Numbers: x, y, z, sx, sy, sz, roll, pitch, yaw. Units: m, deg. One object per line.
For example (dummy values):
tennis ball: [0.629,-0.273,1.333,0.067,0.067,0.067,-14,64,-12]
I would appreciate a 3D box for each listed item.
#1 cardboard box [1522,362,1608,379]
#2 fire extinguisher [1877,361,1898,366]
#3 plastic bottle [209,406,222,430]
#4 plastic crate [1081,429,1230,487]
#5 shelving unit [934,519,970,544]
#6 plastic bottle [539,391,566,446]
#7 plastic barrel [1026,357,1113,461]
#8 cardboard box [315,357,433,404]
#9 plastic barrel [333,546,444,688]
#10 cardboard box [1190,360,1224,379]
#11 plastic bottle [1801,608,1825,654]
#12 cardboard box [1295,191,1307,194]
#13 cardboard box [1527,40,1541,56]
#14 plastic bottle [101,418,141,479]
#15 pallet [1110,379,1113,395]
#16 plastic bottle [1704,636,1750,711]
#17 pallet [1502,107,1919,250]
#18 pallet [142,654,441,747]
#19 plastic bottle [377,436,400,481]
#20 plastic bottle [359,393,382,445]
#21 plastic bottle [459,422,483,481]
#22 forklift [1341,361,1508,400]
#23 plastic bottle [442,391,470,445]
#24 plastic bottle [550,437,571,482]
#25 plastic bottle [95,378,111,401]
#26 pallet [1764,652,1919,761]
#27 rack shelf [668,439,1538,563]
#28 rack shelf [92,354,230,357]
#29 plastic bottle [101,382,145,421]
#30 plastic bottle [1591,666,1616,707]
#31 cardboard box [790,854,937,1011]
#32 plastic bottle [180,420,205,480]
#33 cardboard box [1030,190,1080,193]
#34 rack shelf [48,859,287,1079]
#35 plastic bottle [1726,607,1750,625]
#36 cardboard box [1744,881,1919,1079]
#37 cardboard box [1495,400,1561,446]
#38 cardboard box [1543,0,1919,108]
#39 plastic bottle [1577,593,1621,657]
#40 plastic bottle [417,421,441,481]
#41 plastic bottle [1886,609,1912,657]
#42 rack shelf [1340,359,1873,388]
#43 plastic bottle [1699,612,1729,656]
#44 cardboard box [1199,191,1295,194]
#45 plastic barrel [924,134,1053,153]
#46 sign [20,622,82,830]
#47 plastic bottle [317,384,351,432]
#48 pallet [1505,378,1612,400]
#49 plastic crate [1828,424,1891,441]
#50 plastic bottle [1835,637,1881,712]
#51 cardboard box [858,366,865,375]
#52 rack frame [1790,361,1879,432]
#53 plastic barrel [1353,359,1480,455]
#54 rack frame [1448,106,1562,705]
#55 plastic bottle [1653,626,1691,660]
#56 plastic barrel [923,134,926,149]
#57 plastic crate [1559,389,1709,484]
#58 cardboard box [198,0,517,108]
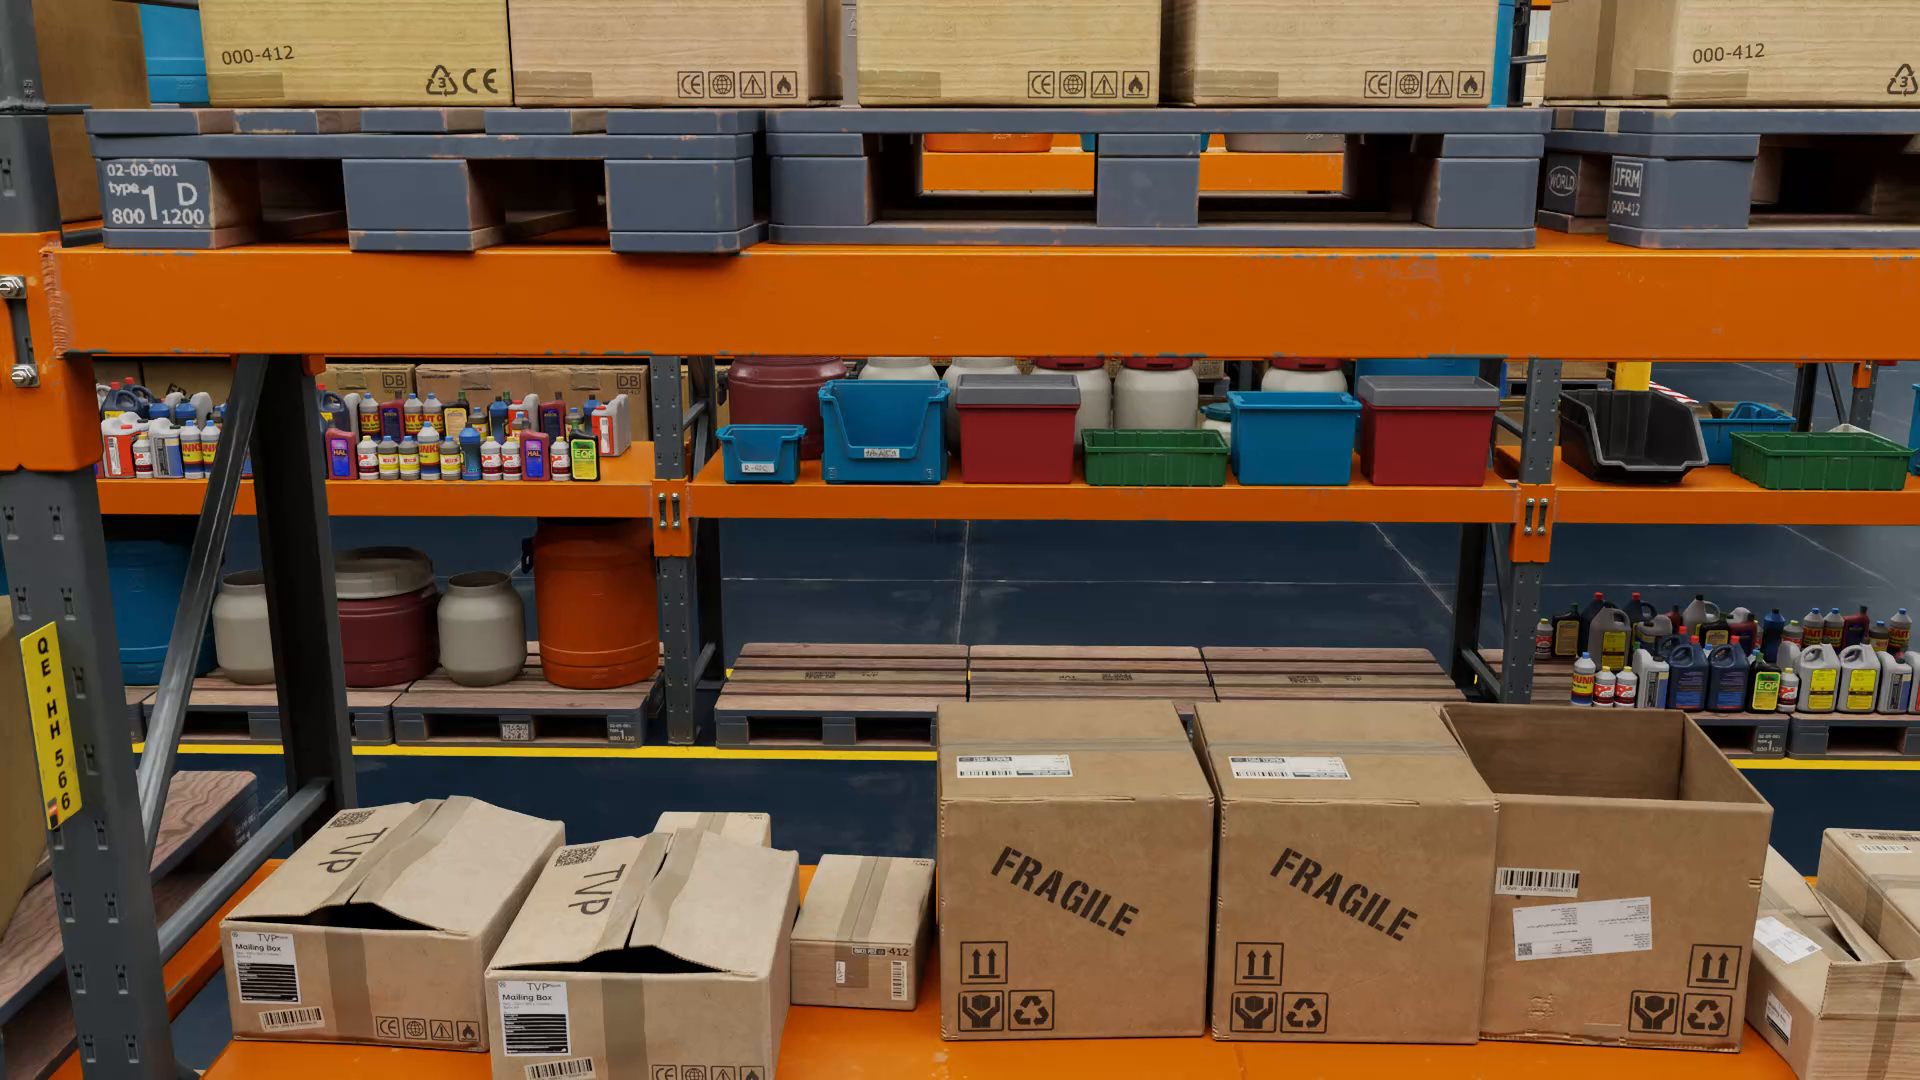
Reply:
cardboard box: [6.332,-2.217,17.706,0.875,0.875,0.875,0,15,2]
fire extinguisher: [6.887,-1.634,12.305,0.183,0.674,0.296,0,15,1]
plastic bottle: [-3.815,-0.588,8.579,0.097,0.201,0.097,0,15,0]
plastic crate: [0.911,-0.390,7.852,0.662,0.188,0.450,0,15,1]
shelving unit: [-0.053,-0.508,11.707,0.252,1.050,0.215,0,15,1]
plastic bottle: [-2.091,-0.621,8.544,0.133,0.283,0.061,0,15,1]
plastic barrel: [0.542,-0.688,8.302,0.433,0.535,0.433,0,15,0]
cardboard box: [-4.571,-1.044,13.261,0.875,0.875,1.225,0,15,2]
plastic barrel: [-2.958,0.378,8.431,0.708,0.588,0.600,0,15,1]
cardboard box: [2.391,-2.176,17.796,0.750,0.750,1.050,0,15,1]
plastic bottle: [4.411,0.486,8.605,0.097,0.271,0.097,0,15,0]
cardboard box: [3.381,-3.663,17.435,0.550,0.550,0.875,0,15,1]
cardboard box: [5.652,-4.942,16.723,0.250,0.149,0.380,0,15,2]
plastic bottle: [-3.960,-0.439,7.865,0.135,0.276,0.152,0,15,1]
pallet: [1.017,-1.725,17.963,1.213,0.211,1.003,0,15,1]
plastic bottle: [3.644,0.628,7.911,0.185,0.351,0.144,0,15,-1]
pallet: [1.647,-0.650,2.918,1.217,0.209,0.805,0,15,-1]
pallet: [-3.345,0.766,8.521,1.213,0.211,1.003,0,15,1]
plastic bottle: [-2.684,-0.387,7.817,0.097,0.201,0.097,0,15,0]
plastic bottle: [-3.034,-0.617,8.551,0.097,0.271,0.097,0,15,0]
plastic bottle: [-2.295,-0.418,7.798,0.097,0.271,0.097,0,15,0]
forklift: [3.153,-2.183,14.369,3.031,2.935,1.130,-1,15,-3]
plastic bottle: [-2.590,-0.625,8.556,0.133,0.283,0.061,0,15,1]
plastic bottle: [-1.870,-0.382,7.797,0.097,0.201,0.097,0,15,0]
plastic bottle: [-4.411,-0.658,8.552,0.185,0.351,0.144,0,15,1]
pallet: [4.552,0.818,8.326,1.213,0.211,1.003,0,15,1]
rack shelf: [0.660,-0.218,8.196,4.000,0.370,1.077,0,15,1]
rack shelf: [-7.211,-1.533,13.181,4.000,0.370,1.077,0,15,1]
plastic bottle: [-4.230,-0.620,8.408,0.185,0.351,0.144,0,15,1]
plastic bottle: [3.068,0.702,7.921,0.097,0.201,0.097,0,15,0]
cardboard box: [-0.193,0.800,3.421,0.250,0.149,0.380,1,15,6]
plastic bottle: [-3.613,-0.427,7.831,0.097,0.271,0.097,0,15,0]
cardboard box: [0.993,-3.623,17.538,0.500,0.500,0.700,0,15,1]
rack shelf: [-3.469,1.019,3.507,4.000,0.370,1.077,0,15,1]
plastic bottle: [3.987,0.488,8.588,0.135,0.276,0.152,1,15,2]
cardboard box: [1.645,0.817,3.128,0.258,0.266,0.396,0,15,0]
cardboard box: [4.380,-0.812,13.113,0.500,0.500,0.500,-1,15,-4]
cardboard box: [1.364,-0.880,2.885,0.500,0.250,0.500,-1,15,-4]
plastic bottle: [3.310,0.446,8.599,0.185,0.351,0.144,0,15,0]
plastic bottle: [-2.490,-0.420,7.803,0.097,0.271,0.097,0,15,0]
plastic bottle: [4.853,0.489,8.594,0.097,0.271,0.097,0,15,0]
rack shelf: [4.785,-1.455,12.885,4.000,0.370,1.077,0,15,1]
plastic bottle: [3.848,0.508,8.495,0.133,0.283,0.061,0,15,1]
cardboard box: [1.995,-2.350,12.867,1.000,1.000,1.000,0,15,2]
plastic barrel: [0.130,-2.172,7.470,0.708,0.830,0.600,0,15,1]
sign: [-1.474,0.301,2.703,0.005,0.325,0.100,0,15,1]
plastic bottle: [-3.179,-0.612,8.375,0.185,0.351,0.144,0,15,1]
pallet: [6.211,-1.691,17.835,1.213,0.211,1.003,0,15,1]
plastic crate: [4.289,-0.479,8.293,0.437,0.136,0.530,0,15,1]
plastic bottle: [4.255,0.632,7.896,0.185,0.351,0.144,1,15,4]
cardboard box: [-0.542,-1.212,13.120,0.500,0.250,0.500,1,15,4]
rack frame: [6.784,-1.790,12.743,0.127,3.000,1.000,0,15,1]
plastic barrel: [2.281,-0.875,8.293,0.708,0.901,0.600,0,15,1]
rack frame: [2.659,-0.553,8.055,0.127,3.000,1.000,0,15,1]
plastic bottle: [3.459,0.590,8.055,0.185,0.351,0.144,0,15,1]
plastic barrel: [-0.062,-2.013,7.983,0.301,0.262,0.301,0,15,0]
plastic crate: [3.179,-0.487,7.927,0.504,0.338,0.767,0,15,1]
cardboard box: [-1.015,-0.908,2.992,0.500,0.250,0.500,-1,15,-3]
